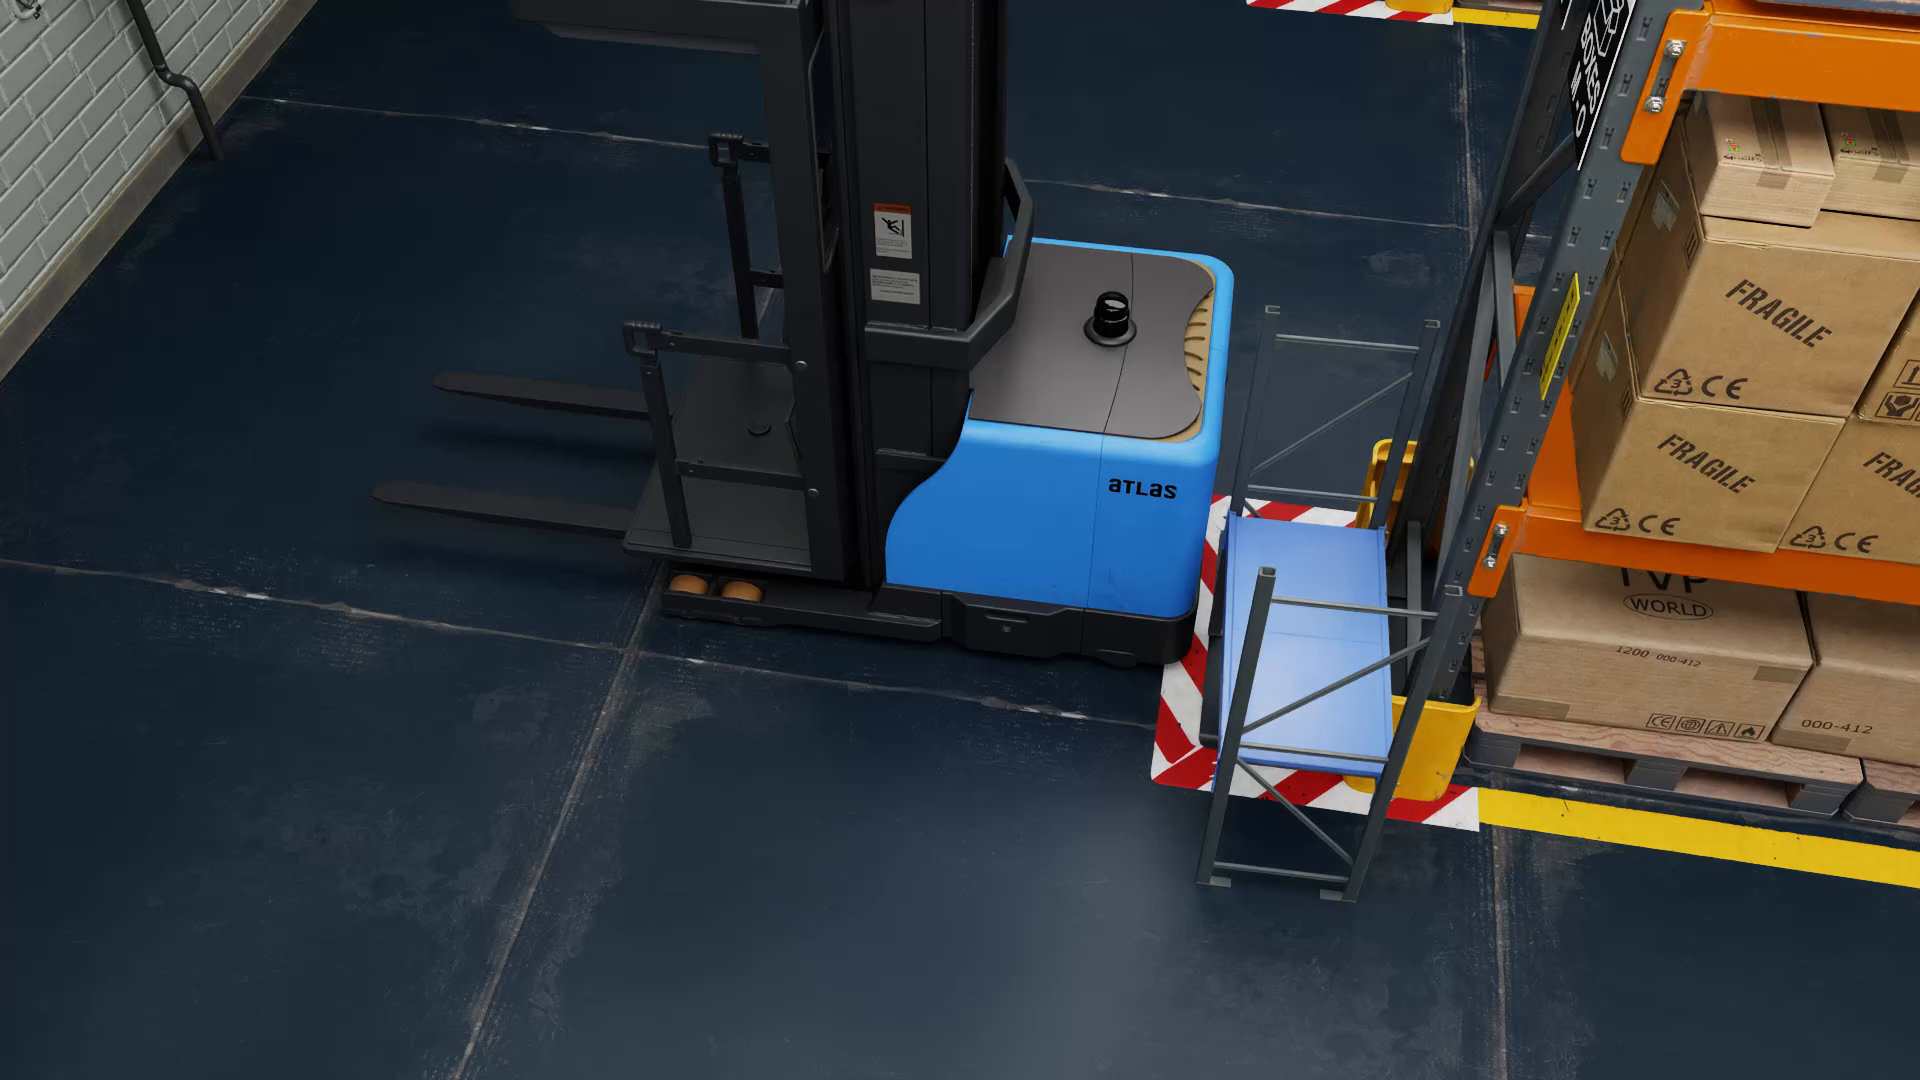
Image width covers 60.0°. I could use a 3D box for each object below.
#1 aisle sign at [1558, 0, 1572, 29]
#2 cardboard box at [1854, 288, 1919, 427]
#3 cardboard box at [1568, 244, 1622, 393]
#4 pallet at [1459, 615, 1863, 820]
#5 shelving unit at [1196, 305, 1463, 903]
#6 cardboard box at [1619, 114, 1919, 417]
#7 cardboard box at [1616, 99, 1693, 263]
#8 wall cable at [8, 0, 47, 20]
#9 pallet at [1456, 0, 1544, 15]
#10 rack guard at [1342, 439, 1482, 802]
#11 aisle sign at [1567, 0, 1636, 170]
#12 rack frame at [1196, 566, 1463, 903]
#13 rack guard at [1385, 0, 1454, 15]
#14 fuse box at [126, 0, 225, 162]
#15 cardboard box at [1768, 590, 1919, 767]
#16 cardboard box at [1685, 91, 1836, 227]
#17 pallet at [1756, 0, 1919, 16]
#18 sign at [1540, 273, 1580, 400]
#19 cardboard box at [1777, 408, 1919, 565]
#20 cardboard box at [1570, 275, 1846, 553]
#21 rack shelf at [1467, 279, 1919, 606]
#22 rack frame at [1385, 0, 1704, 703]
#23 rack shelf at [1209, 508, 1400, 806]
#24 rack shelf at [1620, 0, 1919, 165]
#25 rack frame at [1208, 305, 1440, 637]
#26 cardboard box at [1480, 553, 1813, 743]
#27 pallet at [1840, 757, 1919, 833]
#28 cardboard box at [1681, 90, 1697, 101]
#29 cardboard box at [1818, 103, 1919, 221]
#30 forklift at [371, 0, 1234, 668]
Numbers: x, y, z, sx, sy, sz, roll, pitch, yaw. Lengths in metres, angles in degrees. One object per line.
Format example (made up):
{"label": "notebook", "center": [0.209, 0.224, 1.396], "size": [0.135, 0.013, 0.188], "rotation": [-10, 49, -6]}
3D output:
{"label": "aisle sign", "center": [1.544, -1.686, 4.000], "size": [0.004, 0.787, 0.394], "rotation": [8, 49, 7]}
{"label": "cardboard box", "center": [2.491, -0.613, 4.045], "size": [0.500, 0.500, 0.500], "rotation": [6, 48, 6]}
{"label": "cardboard box", "center": [2.081, -0.744, 4.835], "size": [0.500, 0.500, 0.500], "rotation": [8, 49, 7]}
{"label": "pallet", "center": [2.360, 0.400, 5.749], "size": [1.213, 0.211, 1.003], "rotation": [8, 49, 7]}
{"label": "shelving unit", "center": [1.066, 0.229, 5.036], "size": [0.538, 1.500, 1.048], "rotation": [6, 48, 5]}
{"label": "cardboard box", "center": [1.981, -0.676, 4.101], "size": [0.500, 0.500, 0.500], "rotation": [7, 48, 6]}
{"label": "cardboard box", "center": [2.076, -1.059, 4.445], "size": [0.500, 0.500, 0.500], "rotation": [9, 49, 8]}
{"label": "wall cable", "center": [-3.753, -2.689, 5.966], "size": [0.122, 1.984, 0.588], "rotation": [8, 49, 7]}
{"label": "pallet", "center": [3.298, -3.167, 8.954], "size": [1.213, 0.211, 1.003], "rotation": [8, 49, 7]}
{"label": "rack guard", "center": [1.536, 0.252, 5.688], "size": [0.348, 0.500, 1.175], "rotation": [8, 49, 7]}
{"label": "aisle sign", "center": [1.437, -1.247, 3.606], "size": [0.004, 0.787, 0.394], "rotation": [8, 49, 7]}
{"label": "rack frame", "center": [0.997, 0.603, 4.700], "size": [0.500, 1.500, 0.032], "rotation": [6, 48, 5]}
{"label": "rack guard", "center": [2.513, -3.369, 8.941], "size": [0.348, 0.500, 1.175], "rotation": [8, 49, 7]}
{"label": "fuse box", "center": [-3.477, -2.397, 7.253], "size": [0.414, 1.711, 0.539], "rotation": [8, 49, 7]}
{"label": "cardboard box", "center": [3.129, 0.265, 5.436], "size": [0.875, 0.438, 0.875], "rotation": [9, 49, 8]}
{"label": "cardboard box", "center": [1.859, -0.915, 3.880], "size": [0.250, 0.149, 0.380], "rotation": [9, 49, 8]}
{"label": "pallet", "center": [2.291, -1.463, 3.591], "size": [1.213, 0.211, 1.003], "rotation": [8, 49, 7]}
{"label": "sign", "center": [1.455, -0.491, 4.039], "size": [0.005, 0.325, 0.100], "rotation": [8, 49, 7]}
{"label": "cardboard box", "center": [2.483, -0.294, 4.430], "size": [0.500, 0.500, 0.500], "rotation": [7, 48, 6]}
{"label": "cardboard box", "center": [1.981, -0.340, 4.472], "size": [0.500, 0.500, 0.500], "rotation": [7, 48, 7]}
{"label": "rack shelf", "center": [3.527, -0.075, 4.785], "size": [4.000, 0.370, 1.077], "rotation": [8, 49, 7]}
{"label": "rack frame", "center": [1.559, -0.580, 4.755], "size": [0.127, 3.000, 1.000], "rotation": [8, 49, 7]}
{"label": "rack shelf", "center": [1.066, 0.349, 5.170], "size": [0.538, 0.185, 1.000], "rotation": [6, 48, 5]}
{"label": "rack shelf", "center": [3.527, -1.078, 3.669], "size": [4.000, 0.370, 1.077], "rotation": [8, 49, 7]}
{"label": "rack frame", "center": [1.136, -0.146, 5.373], "size": [0.500, 1.500, 0.032], "rotation": [6, 48, 5]}
{"label": "cardboard box", "center": [2.227, 0.150, 5.539], "size": [0.875, 0.438, 0.875], "rotation": [6, 48, 6]}
{"label": "pallet", "center": [3.557, 0.563, 5.602], "size": [1.213, 0.211, 1.003], "rotation": [8, 49, 7]}
{"label": "cardboard box", "center": [1.948, -1.264, 4.194], "size": [0.250, 0.149, 0.380], "rotation": [8, 49, 7]}
{"label": "cardboard box", "center": [2.130, -0.933, 3.896], "size": [0.250, 0.149, 0.380], "rotation": [9, 49, 8]}
{"label": "forklift", "center": [-0.616, -1.055, 5.228], "size": [3.031, 2.935, 1.130], "rotation": [7, 48, 6]}
